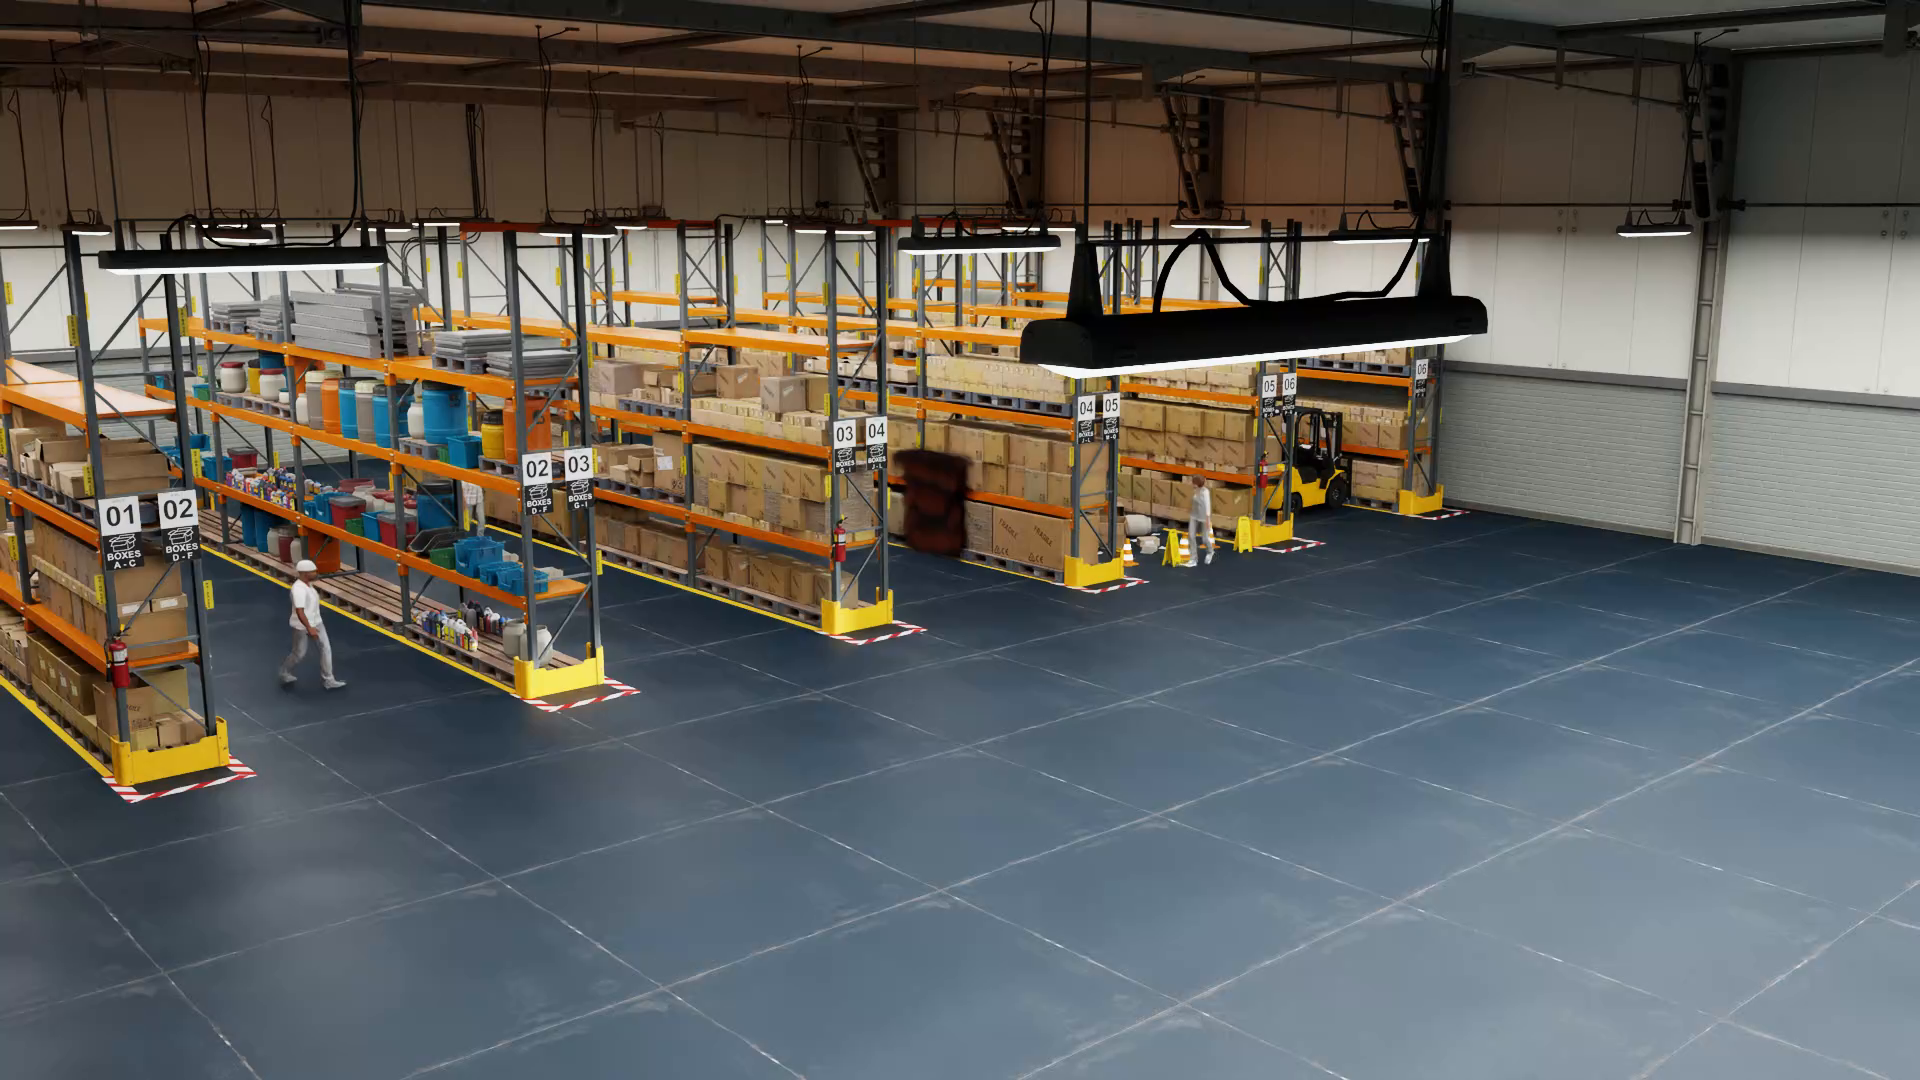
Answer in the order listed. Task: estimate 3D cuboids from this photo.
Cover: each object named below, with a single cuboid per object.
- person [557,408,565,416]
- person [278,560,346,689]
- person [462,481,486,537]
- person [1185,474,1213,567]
[{"bbox_3d":[-9.229,-2.246,38.653,0.590,1.674,1.009,-7,13,-30],"label":"person"},{"bbox_3d":[-8.654,1.123,21.984,0.975,1.736,0.494,6,13,27],"label":"person"},{"bbox_3d":[-9.164,-0.703,31.160,0.484,1.632,0.665,-10,15,-42],"label":"person"},{"bbox_3d":[4.091,-0.331,28.183,0.398,1.579,0.709,6,13,26],"label":"person"}]
